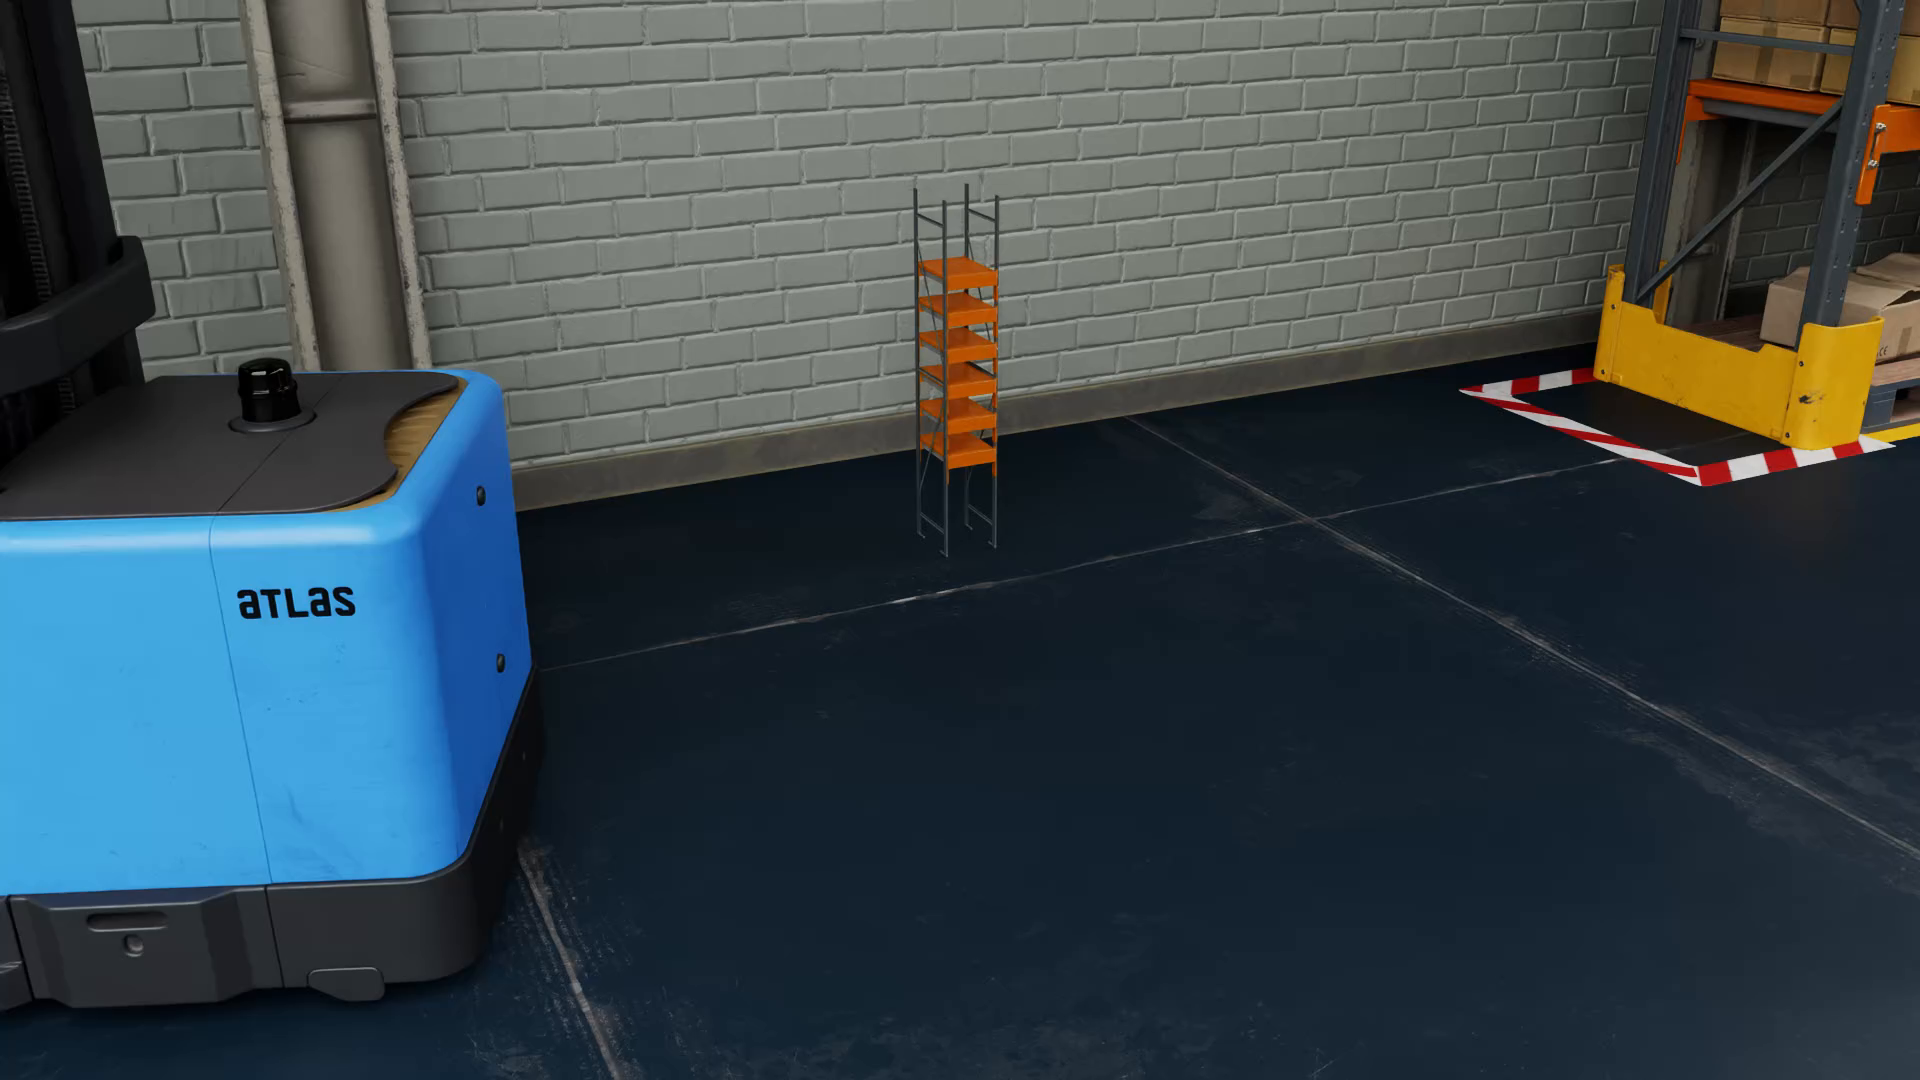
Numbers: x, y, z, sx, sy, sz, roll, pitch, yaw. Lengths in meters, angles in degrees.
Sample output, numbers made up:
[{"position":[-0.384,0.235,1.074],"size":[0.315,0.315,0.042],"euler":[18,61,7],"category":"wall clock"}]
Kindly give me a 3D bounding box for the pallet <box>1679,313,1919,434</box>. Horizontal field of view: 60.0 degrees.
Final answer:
[{"position":[4.004,-0.798,7.401],"size":[1.213,0.211,1.003],"euler":[-10,25,-24],"category":"pallet"}]

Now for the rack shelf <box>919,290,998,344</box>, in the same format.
[{"position":[-0.013,-0.733,5.440],"size":[0.180,0.103,0.258],"euler":[-10,25,-24],"category":"rack shelf"}]

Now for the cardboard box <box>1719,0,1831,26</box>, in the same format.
[{"position":[3.521,-2.389,6.789],"size":[0.500,0.500,0.500],"euler":[-11,25,-24],"category":"cardboard box"}]

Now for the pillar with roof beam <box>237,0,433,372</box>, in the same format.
[{"position":[-0.096,-2.658,0.406],"size":[0.400,9.000,9.100],"euler":[-10,25,-24],"category":"pillar with roof beam"}]

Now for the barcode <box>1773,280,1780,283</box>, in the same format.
[{"position":[3.693,-1.141,7.512],"size":[0.075,0.075,0.001],"euler":[-10,25,-24],"category":"barcode"}]

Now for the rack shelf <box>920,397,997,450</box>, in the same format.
[{"position":[-0.013,-0.400,5.578],"size":[0.180,0.103,0.258],"euler":[-10,25,-24],"category":"rack shelf"}]

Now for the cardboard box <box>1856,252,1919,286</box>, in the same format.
[{"position":[4.364,-1.090,7.402],"size":[0.500,0.311,0.500],"euler":[-8,24,-19],"category":"cardboard box"}]

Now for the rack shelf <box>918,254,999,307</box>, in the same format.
[{"position":[-0.013,-0.844,5.394],"size":[0.180,0.103,0.258],"euler":[-10,25,-24],"category":"rack shelf"}]

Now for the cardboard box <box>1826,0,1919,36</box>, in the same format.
[{"position":[3.749,-2.213,6.364],"size":[0.500,0.500,0.500],"euler":[-10,25,-24],"category":"cardboard box"}]

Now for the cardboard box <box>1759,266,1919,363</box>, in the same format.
[{"position":[3.851,-0.996,7.174],"size":[0.500,0.311,0.500],"euler":[-14,26,-30],"category":"cardboard box"}]

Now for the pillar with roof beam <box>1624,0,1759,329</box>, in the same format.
[{"position":[5.311,-3.654,2.811],"size":[0.400,9.000,9.100],"euler":[-10,25,-24],"category":"pillar with roof beam"}]

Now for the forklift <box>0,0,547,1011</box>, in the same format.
[{"position":[-2.541,-0.548,3.241],"size":[3.031,2.935,1.130],"euler":[-2,23,-4],"category":"forklift"}]

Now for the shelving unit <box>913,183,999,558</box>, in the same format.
[{"position":[-0.013,-0.552,5.515],"size":[0.189,1.200,0.258],"euler":[-10,25,-24],"category":"shelving unit"}]

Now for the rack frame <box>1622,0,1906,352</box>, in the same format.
[{"position":[3.188,-1.951,6.541],"size":[0.127,3.000,1.000],"euler":[-10,25,-24],"category":"rack frame"}]

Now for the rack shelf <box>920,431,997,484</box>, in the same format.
[{"position":[-0.013,-0.289,5.624],"size":[0.180,0.103,0.258],"euler":[-10,25,-24],"category":"rack shelf"}]

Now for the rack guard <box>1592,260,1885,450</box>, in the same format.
[{"position":[3.257,-0.809,7.050],"size":[0.348,0.500,1.175],"euler":[-10,25,-24],"category":"rack guard"}]

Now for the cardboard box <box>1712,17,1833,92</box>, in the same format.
[{"position":[3.525,-2.035,6.915],"size":[0.500,0.250,0.500],"euler":[-10,25,-23],"category":"cardboard box"}]

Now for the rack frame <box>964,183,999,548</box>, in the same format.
[{"position":[0.069,-0.567,5.551],"size":[0.006,1.200,0.240],"euler":[-10,25,-24],"category":"rack frame"}]

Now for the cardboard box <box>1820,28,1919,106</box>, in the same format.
[{"position":[3.765,-1.863,6.498],"size":[0.500,0.250,0.500],"euler":[-11,25,-25],"category":"cardboard box"}]

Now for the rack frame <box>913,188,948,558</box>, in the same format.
[{"position":[-0.095,-0.537,5.478],"size":[0.006,1.200,0.240],"euler":[-10,25,-24],"category":"rack frame"}]

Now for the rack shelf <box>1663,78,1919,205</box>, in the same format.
[{"position":[4.990,-1.950,7.481],"size":[4.000,0.370,1.077],"euler":[-10,25,-24],"category":"rack shelf"}]

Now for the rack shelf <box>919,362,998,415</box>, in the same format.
[{"position":[-0.013,-0.511,5.532],"size":[0.180,0.103,0.258],"euler":[-10,25,-24],"category":"rack shelf"}]

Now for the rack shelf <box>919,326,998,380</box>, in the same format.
[{"position":[-0.013,-0.622,5.486],"size":[0.180,0.103,0.258],"euler":[-10,25,-24],"category":"rack shelf"}]
